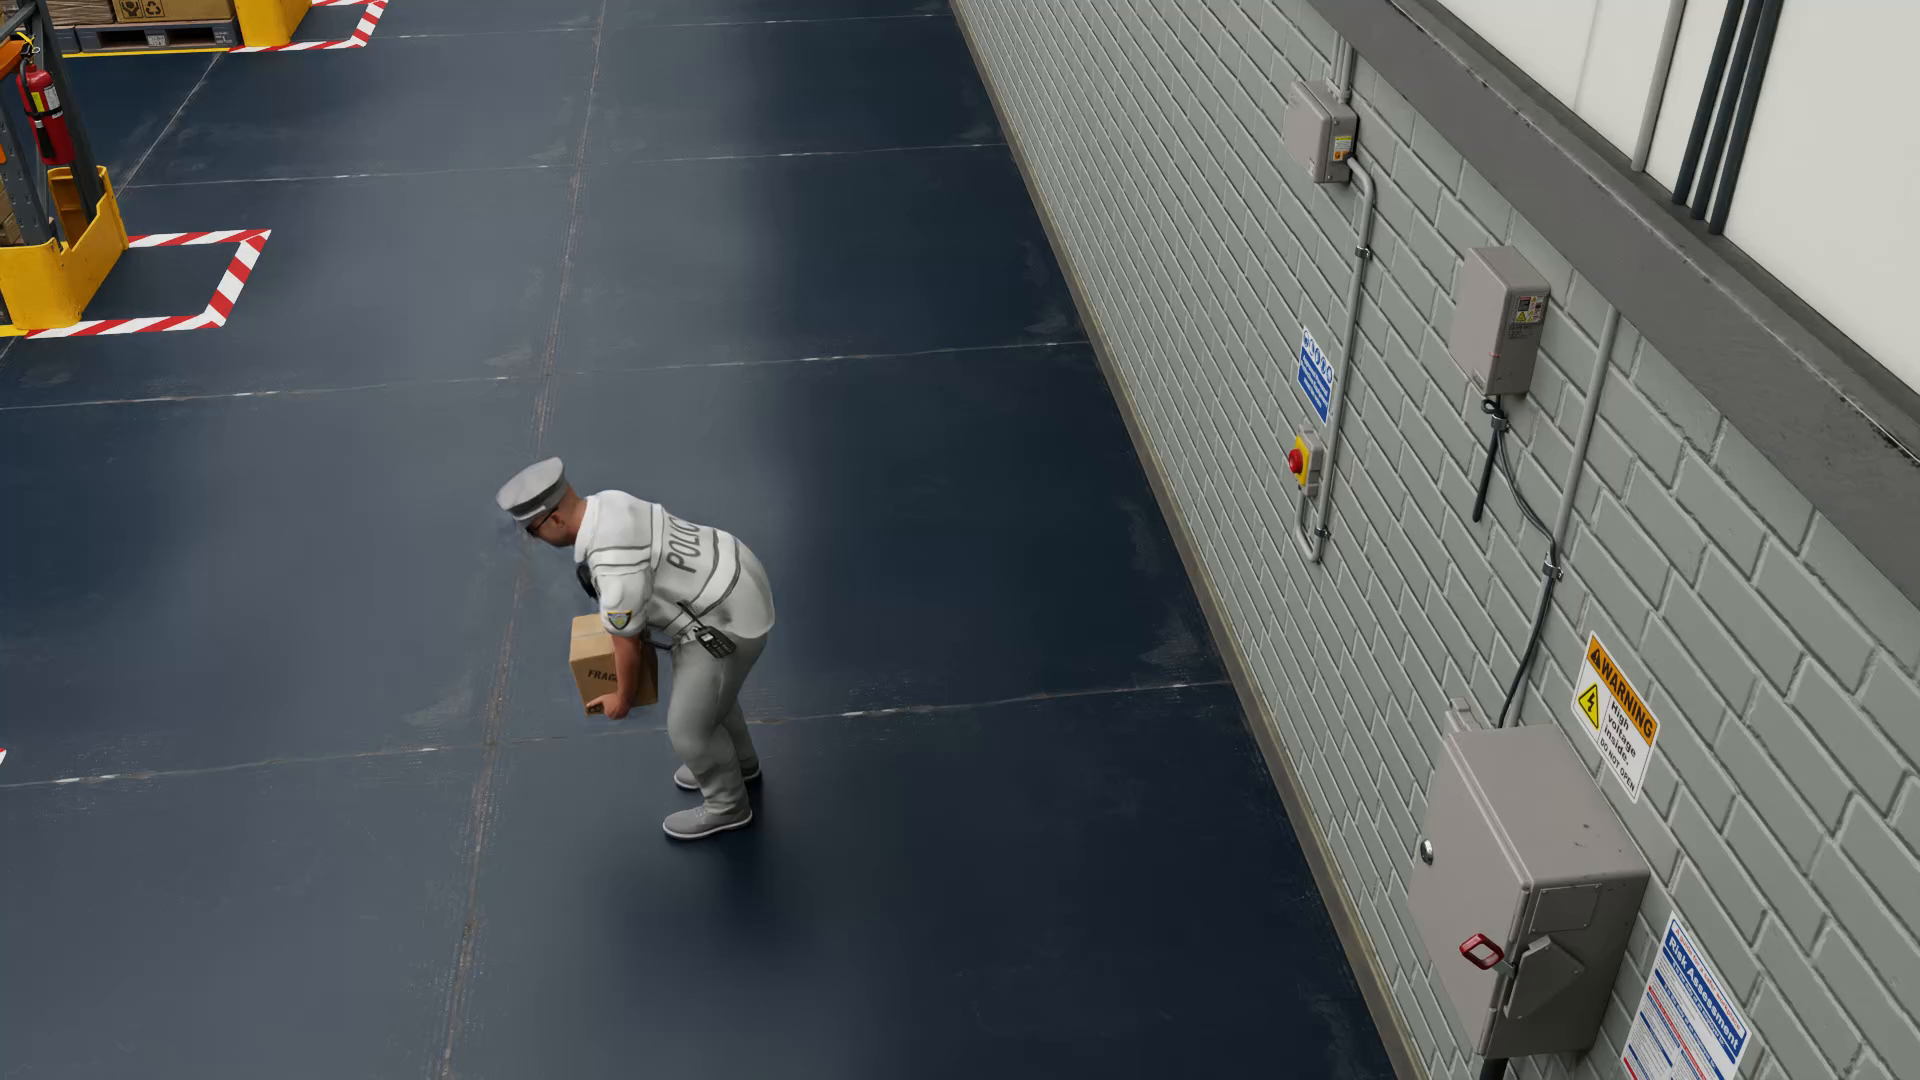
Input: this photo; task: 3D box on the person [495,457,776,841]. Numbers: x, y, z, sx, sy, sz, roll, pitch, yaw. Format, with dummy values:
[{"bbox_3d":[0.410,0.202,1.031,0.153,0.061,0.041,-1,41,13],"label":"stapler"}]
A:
[{"bbox_3d":[-1.068,0.375,5.789,0.861,1.538,0.478,-5,35,-7],"label":"person"}]
